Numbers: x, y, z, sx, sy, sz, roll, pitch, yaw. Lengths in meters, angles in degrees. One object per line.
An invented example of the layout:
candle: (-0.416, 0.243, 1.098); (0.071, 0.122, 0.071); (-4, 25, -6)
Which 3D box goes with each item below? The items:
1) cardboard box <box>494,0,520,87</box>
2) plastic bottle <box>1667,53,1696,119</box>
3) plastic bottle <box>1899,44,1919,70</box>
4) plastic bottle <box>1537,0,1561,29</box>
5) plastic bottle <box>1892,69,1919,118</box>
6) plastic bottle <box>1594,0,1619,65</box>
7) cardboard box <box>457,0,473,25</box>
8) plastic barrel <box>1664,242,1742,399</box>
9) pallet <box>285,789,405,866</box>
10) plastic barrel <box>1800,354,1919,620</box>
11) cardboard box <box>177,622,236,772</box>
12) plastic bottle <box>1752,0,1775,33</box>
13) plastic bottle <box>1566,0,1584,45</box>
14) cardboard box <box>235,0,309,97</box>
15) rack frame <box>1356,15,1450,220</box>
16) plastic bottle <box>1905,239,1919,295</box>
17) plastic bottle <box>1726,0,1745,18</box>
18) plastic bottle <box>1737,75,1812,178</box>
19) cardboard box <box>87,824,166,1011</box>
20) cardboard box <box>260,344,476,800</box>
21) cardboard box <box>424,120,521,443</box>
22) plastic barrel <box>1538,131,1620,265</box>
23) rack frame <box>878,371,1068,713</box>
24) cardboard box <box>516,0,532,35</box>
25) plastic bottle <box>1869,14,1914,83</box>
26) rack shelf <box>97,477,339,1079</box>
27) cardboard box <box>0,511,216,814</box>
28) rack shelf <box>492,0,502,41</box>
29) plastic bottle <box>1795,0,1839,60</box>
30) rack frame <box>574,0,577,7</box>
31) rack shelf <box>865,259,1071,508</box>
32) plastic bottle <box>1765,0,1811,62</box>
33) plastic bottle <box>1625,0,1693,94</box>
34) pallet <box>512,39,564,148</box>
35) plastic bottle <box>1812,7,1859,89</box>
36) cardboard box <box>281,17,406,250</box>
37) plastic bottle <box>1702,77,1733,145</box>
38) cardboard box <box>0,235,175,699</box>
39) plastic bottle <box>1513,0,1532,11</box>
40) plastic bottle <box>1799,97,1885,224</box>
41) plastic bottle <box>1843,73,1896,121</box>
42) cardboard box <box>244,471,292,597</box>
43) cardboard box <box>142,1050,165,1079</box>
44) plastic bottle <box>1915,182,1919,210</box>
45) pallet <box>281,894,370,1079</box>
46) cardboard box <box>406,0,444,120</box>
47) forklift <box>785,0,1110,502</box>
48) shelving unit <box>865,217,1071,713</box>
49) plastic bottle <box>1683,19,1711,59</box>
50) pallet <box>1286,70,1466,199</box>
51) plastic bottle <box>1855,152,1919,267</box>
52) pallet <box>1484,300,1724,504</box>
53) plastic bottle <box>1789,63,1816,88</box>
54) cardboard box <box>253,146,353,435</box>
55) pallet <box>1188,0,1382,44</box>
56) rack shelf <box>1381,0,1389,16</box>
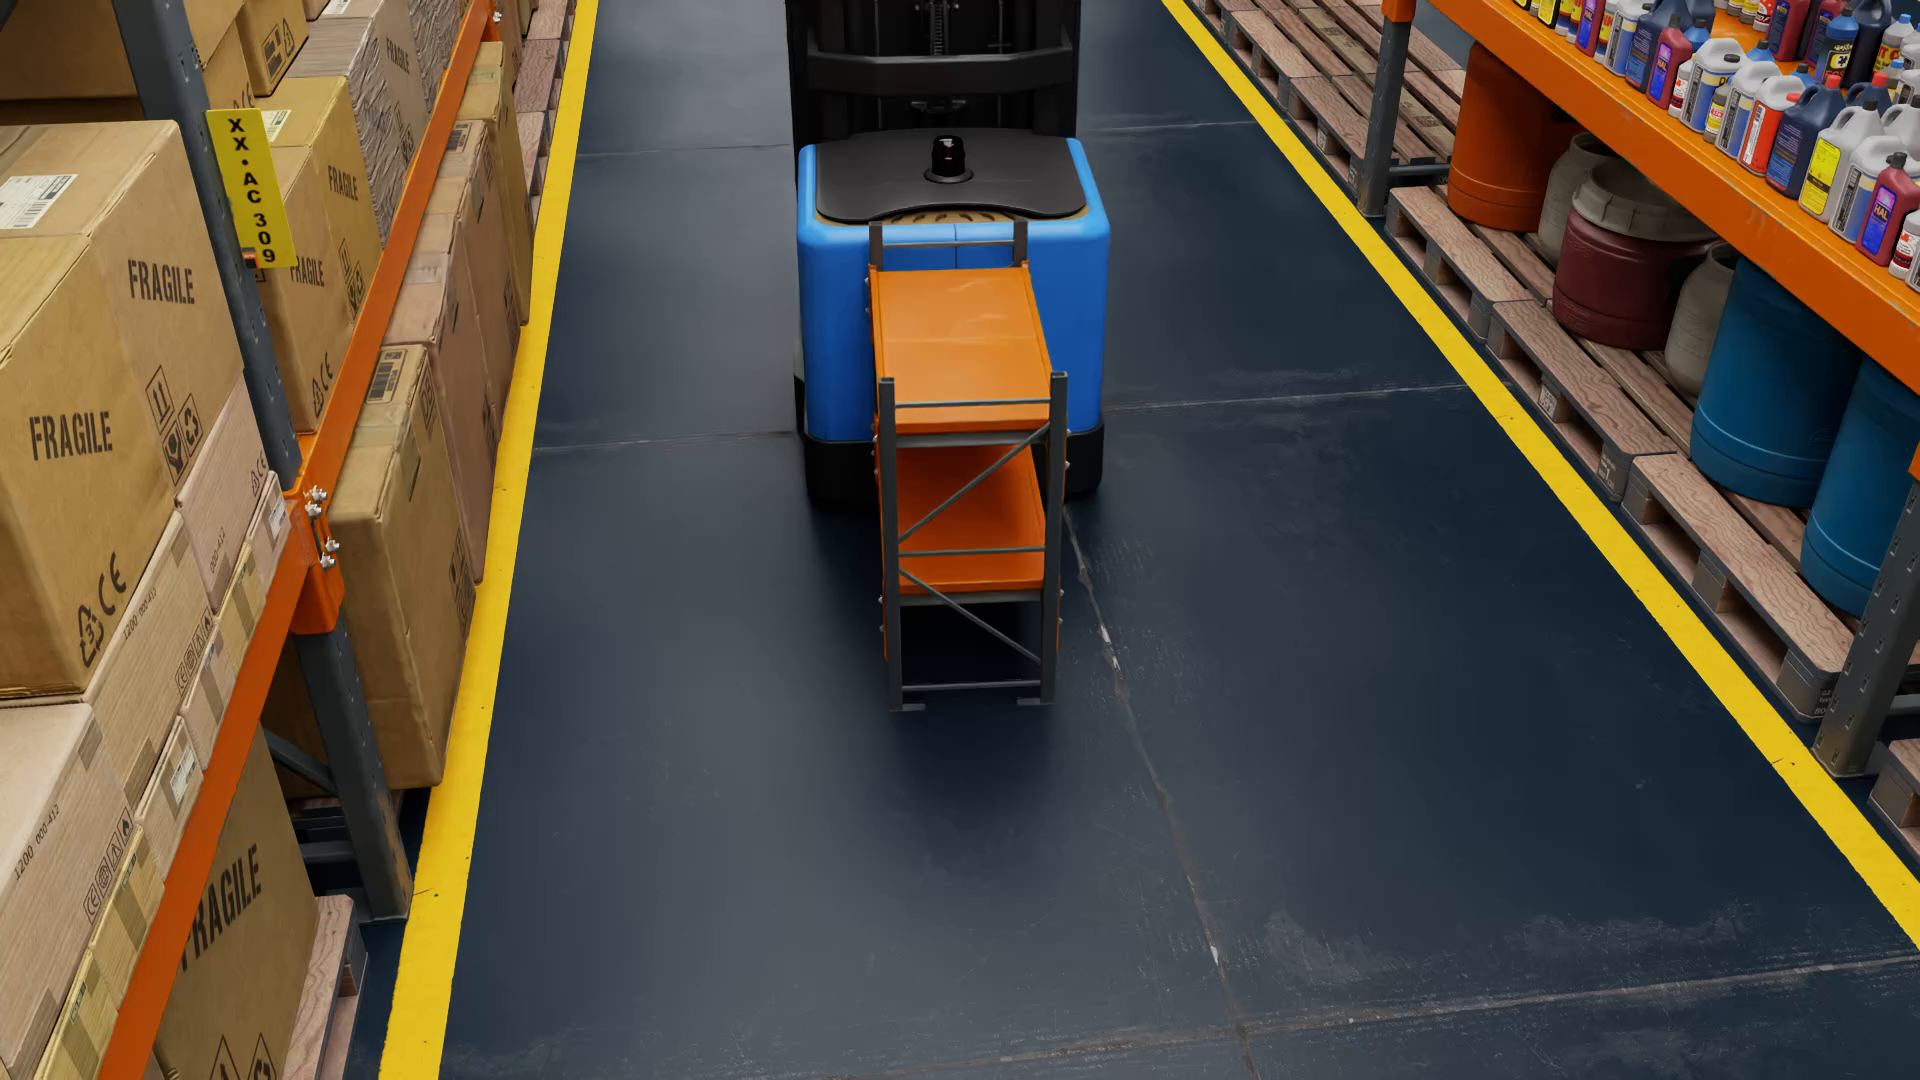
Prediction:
cardboard box: (-2.750, -2.627, 8.771); (0.700, 0.500, 0.500); (-2, 34, -2)
plastic bottle: (2.394, -1.491, 5.450); (0.097, 0.201, 0.097); (0, 34, 0)
plastic bottle: (3.136, -1.507, 5.408); (0.152, 0.276, 0.135); (-4, 35, -6)
plastic bottle: (2.243, -2.078, 6.239); (0.061, 0.283, 0.133); (-4, 35, -6)
plastic bottle: (3.017, -1.366, 5.201); (0.152, 0.276, 0.135); (-4, 35, -6)
plastic bottle: (2.320, -1.826, 5.881); (0.097, 0.271, 0.097); (0, 34, 0)
cardboard box: (-2.157, -2.266, 6.323); (0.500, 0.500, 0.500); (-3, 34, -5)
plastic barrel: (2.838, -0.792, 6.085); (0.421, 0.512, 0.421); (0, 34, 0)
pallet: (-2.110, 0.478, 4.861); (1.003, 0.211, 1.213); (-4, 35, -6)
plastic barrel: (2.920, -0.236, 4.923); (0.600, 0.901, 0.708); (-4, 35, -6)
cardboard box: (-1.497, 0.286, 2.889); (0.380, 0.149, 0.250); (-5, 35, -7)
plastic bottle: (3.036, -2.007, 6.207); (0.097, 0.201, 0.097); (0, 34, 0)
plastic bottle: (2.289, -1.955, 6.070); (0.097, 0.271, 0.097); (0, 34, 0)
cardboard box: (-2.106, -1.445, 4.227); (0.797, 0.503, 0.637); (-4, 34, -6)
rack frame: (2.439, -2.857, 7.279); (1.000, 3.000, 0.127); (-4, 35, -6)
plastic bottle: (2.603, -0.769, 4.325); (0.152, 0.276, 0.135); (-4, 35, -6)
plastic bottle: (3.010, -2.115, 6.367); (0.097, 0.201, 0.097); (0, 34, 0)
plastic bottle: (2.486, -1.254, 5.037); (0.152, 0.276, 0.135); (-4, 35, -6)
cardboard box: (-1.427, 0.574, 2.468); (0.380, 0.149, 0.250); (-4, 34, -5)
cardboard box: (-2.037, 0.099, 4.455); (1.225, 0.875, 0.875); (-4, 35, -6)
cardboard box: (-2.285, -0.893, 5.910); (1.225, 0.875, 0.875); (-4, 35, -6)
plastic barrel: (2.686, -1.422, 7.010); (0.421, 0.512, 0.421); (0, 34, 0)
rack frame: (0.034, 0.035, 4.699); (0.500, 1.125, 0.032); (-2, 34, -3)
cardboard box: (-2.901, -3.251, 9.686); (0.700, 0.500, 0.500); (-5, 35, -7)
plastic bottle: (3.135, -1.626, 5.587); (0.097, 0.271, 0.097); (0, 34, 0)
rack shelf: (-1.662, 1.164, 2.018); (1.077, 0.370, 4.000); (-4, 35, -6)
cardboard box: (-1.540, 0.205, 2.655); (0.500, 0.250, 0.500); (-3, 34, -5)
rack shelf: (-2.738, -3.301, 8.568); (1.077, 0.370, 4.000); (-4, 35, -6)
plastic bottle: (3.050, -1.913, 5.938); (0.144, 0.351, 0.185); (-4, 35, -6)
rack frame: (-3.007, -4.714, 10.004); (1.000, 3.000, 0.127); (-4, 35, -6)
rack shelf: (-0.001, -0.492, 4.954); (0.538, 0.278, 1.000); (-2, 34, -3)
plastic bottle: (2.951, -1.863, 5.924); (0.061, 0.283, 0.133); (-4, 35, -6)
plastic bottle: (2.381, -1.707, 5.635); (0.144, 0.351, 0.185); (-4, 35, -6)
pallet: (-2.734, -2.445, 9.150); (1.003, 0.211, 1.213); (-4, 35, -6)
plastic bottle: (2.979, -1.669, 5.650); (0.097, 0.271, 0.097); (0, 34, 0)
cardboard box: (-1.881, -1.126, 4.650); (0.500, 0.500, 0.500); (-5, 35, -7)
plastic bottle: (2.425, -1.361, 5.260); (0.097, 0.201, 0.097); (0, 34, 0)
cardboard box: (-1.541, -0.104, 2.443); (0.500, 0.500, 0.500); (-4, 34, -6)
plastic bottle: (2.212, -2.206, 6.428); (0.061, 0.283, 0.133); (-4, 35, -6)
plastic bottle: (2.529, -1.093, 4.733); (0.144, 0.351, 0.185); (-4, 35, -6)
plastic bottle: (2.647, -1.207, 4.901); (0.144, 0.351, 0.185); (-4, 35, -6)
cardboard box: (-1.566, 0.000, 3.310); (0.380, 0.149, 0.250); (-4, 34, -6)
cardboard box: (-1.801, 1.331, 2.647); (0.875, 0.875, 0.875); (-4, 35, -6)
plastic bottle: (2.603, -0.880, 4.554); (0.097, 0.201, 0.097); (0, 34, 0)
pallet: (-1.907, 1.333, 3.607); (1.003, 0.211, 1.213); (-4, 35, -6)
cardboard box: (-2.023, -1.698, 5.490); (0.500, 0.500, 0.500); (-5, 35, -8)
forklift: (-0.116, -2.151, 6.304); (1.130, 2.935, 3.031); (-2, 34, -3)
shelving unit: (-0.001, -0.250, 5.118); (0.538, 1.125, 1.048); (-2, 34, -3)
plastic bottle: (2.437, -1.599, 5.546); (0.097, 0.271, 0.097); (0, 34, 0)
pallet: (2.373, -2.140, 8.703); (1.003, 0.211, 1.213); (-4, 35, -6)
plastic bottle: (2.527, -0.898, 4.507); (0.061, 0.283, 0.133); (-4, 35, -6)
pallet: (2.747, -0.588, 6.426); (1.003, 0.211, 1.213); (-4, 35, -6)
plastic bottle: (2.589, -1.347, 5.178); (0.097, 0.271, 0.097); (0, 34, 0)
cardboard box: (-1.746, -0.567, 3.829); (0.500, 0.500, 0.500); (-4, 35, -6)
pallet: (2.045, -3.501, 10.700); (1.003, 0.211, 1.213); (-4, 35, -6)
rack shelf: (2.170, -3.676, 9.119); (1.077, 0.370, 4.000); (-4, 35, -6)
